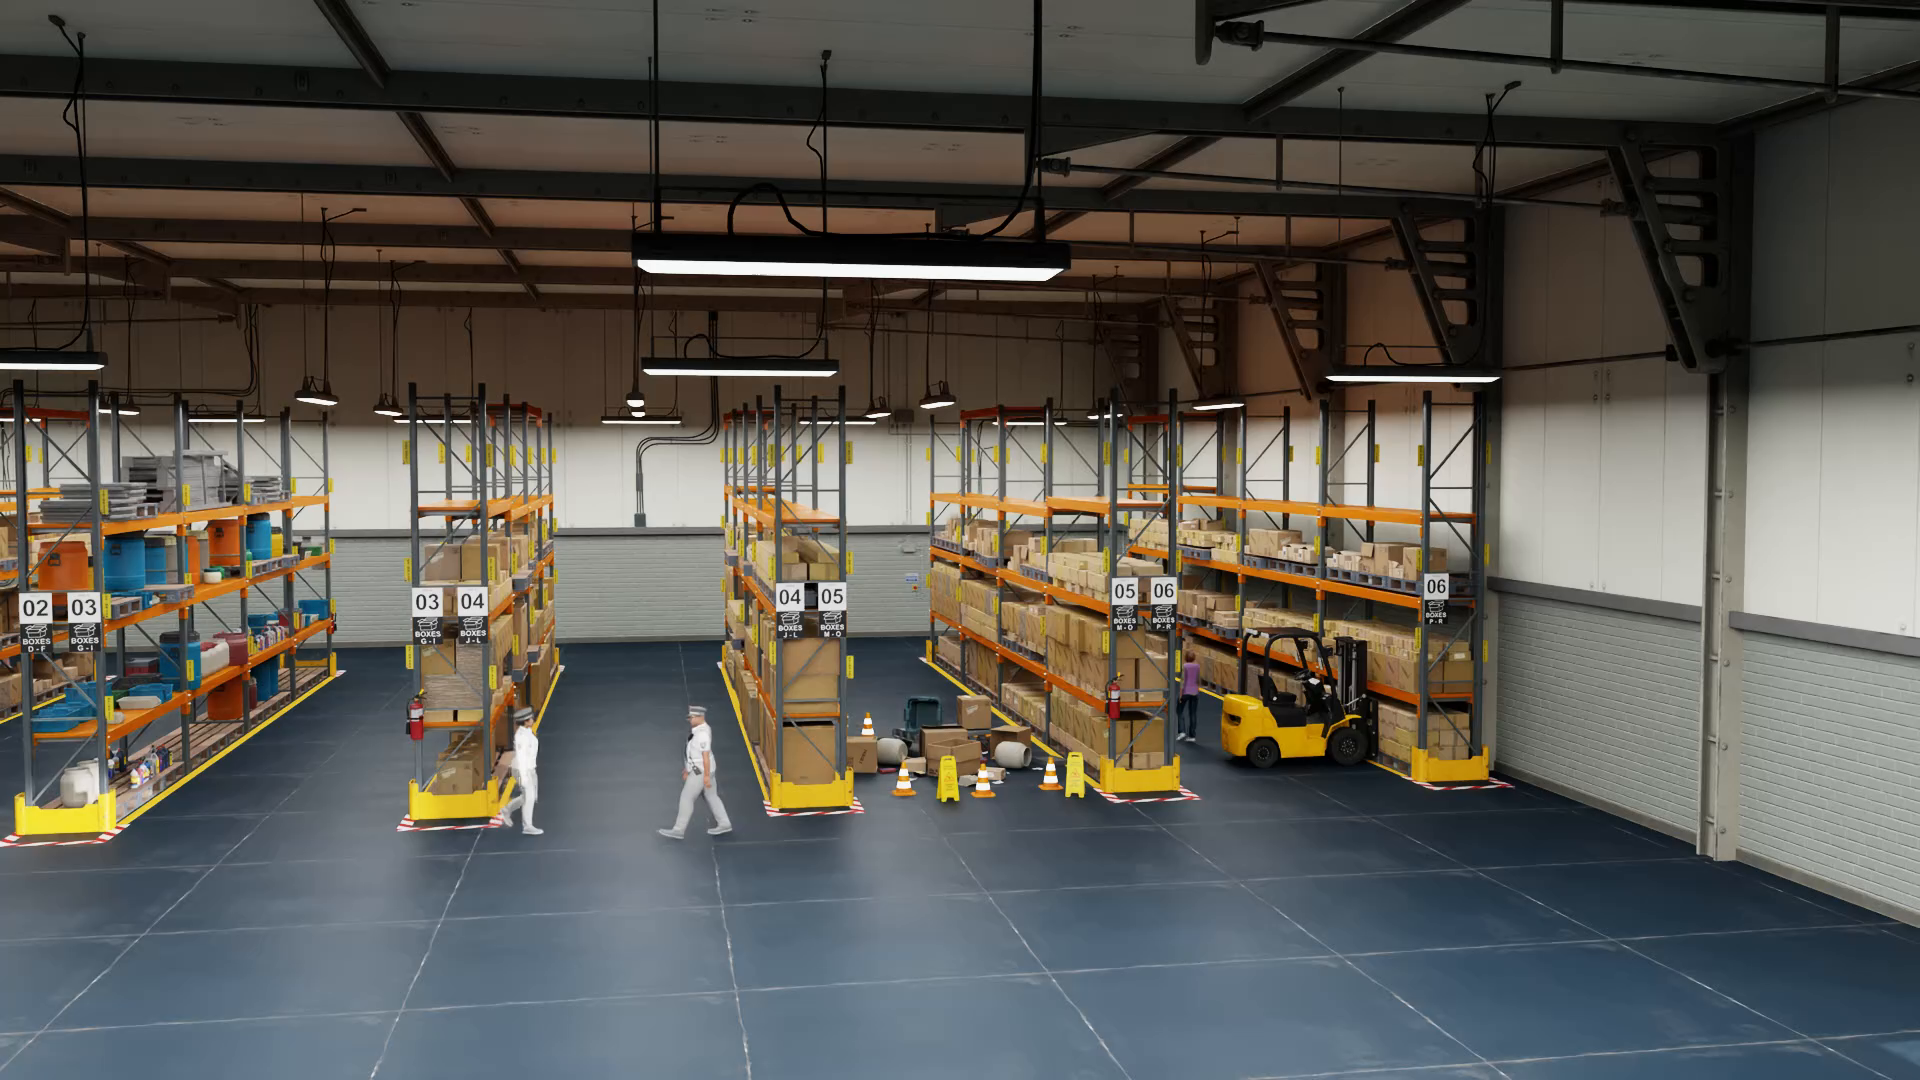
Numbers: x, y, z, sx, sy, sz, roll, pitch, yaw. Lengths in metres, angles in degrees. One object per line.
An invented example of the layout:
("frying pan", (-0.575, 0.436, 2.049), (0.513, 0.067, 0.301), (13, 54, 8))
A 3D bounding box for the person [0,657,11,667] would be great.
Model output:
("person", (-22.428, 2.200, 38.971), (0.852, 1.639, 0.455), (1, 3, 26))

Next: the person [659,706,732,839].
("person", (-3.463, 3.033, 21.810), (0.908, 1.718, 0.550), (0, 3, 0))

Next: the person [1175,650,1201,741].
("person", (4.003, 2.737, 29.084), (0.468, 1.617, 0.467), (0, 3, -9))

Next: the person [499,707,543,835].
("person", (-5.812, 3.036, 21.945), (0.657, 1.667, 0.476), (0, 3, 9))
